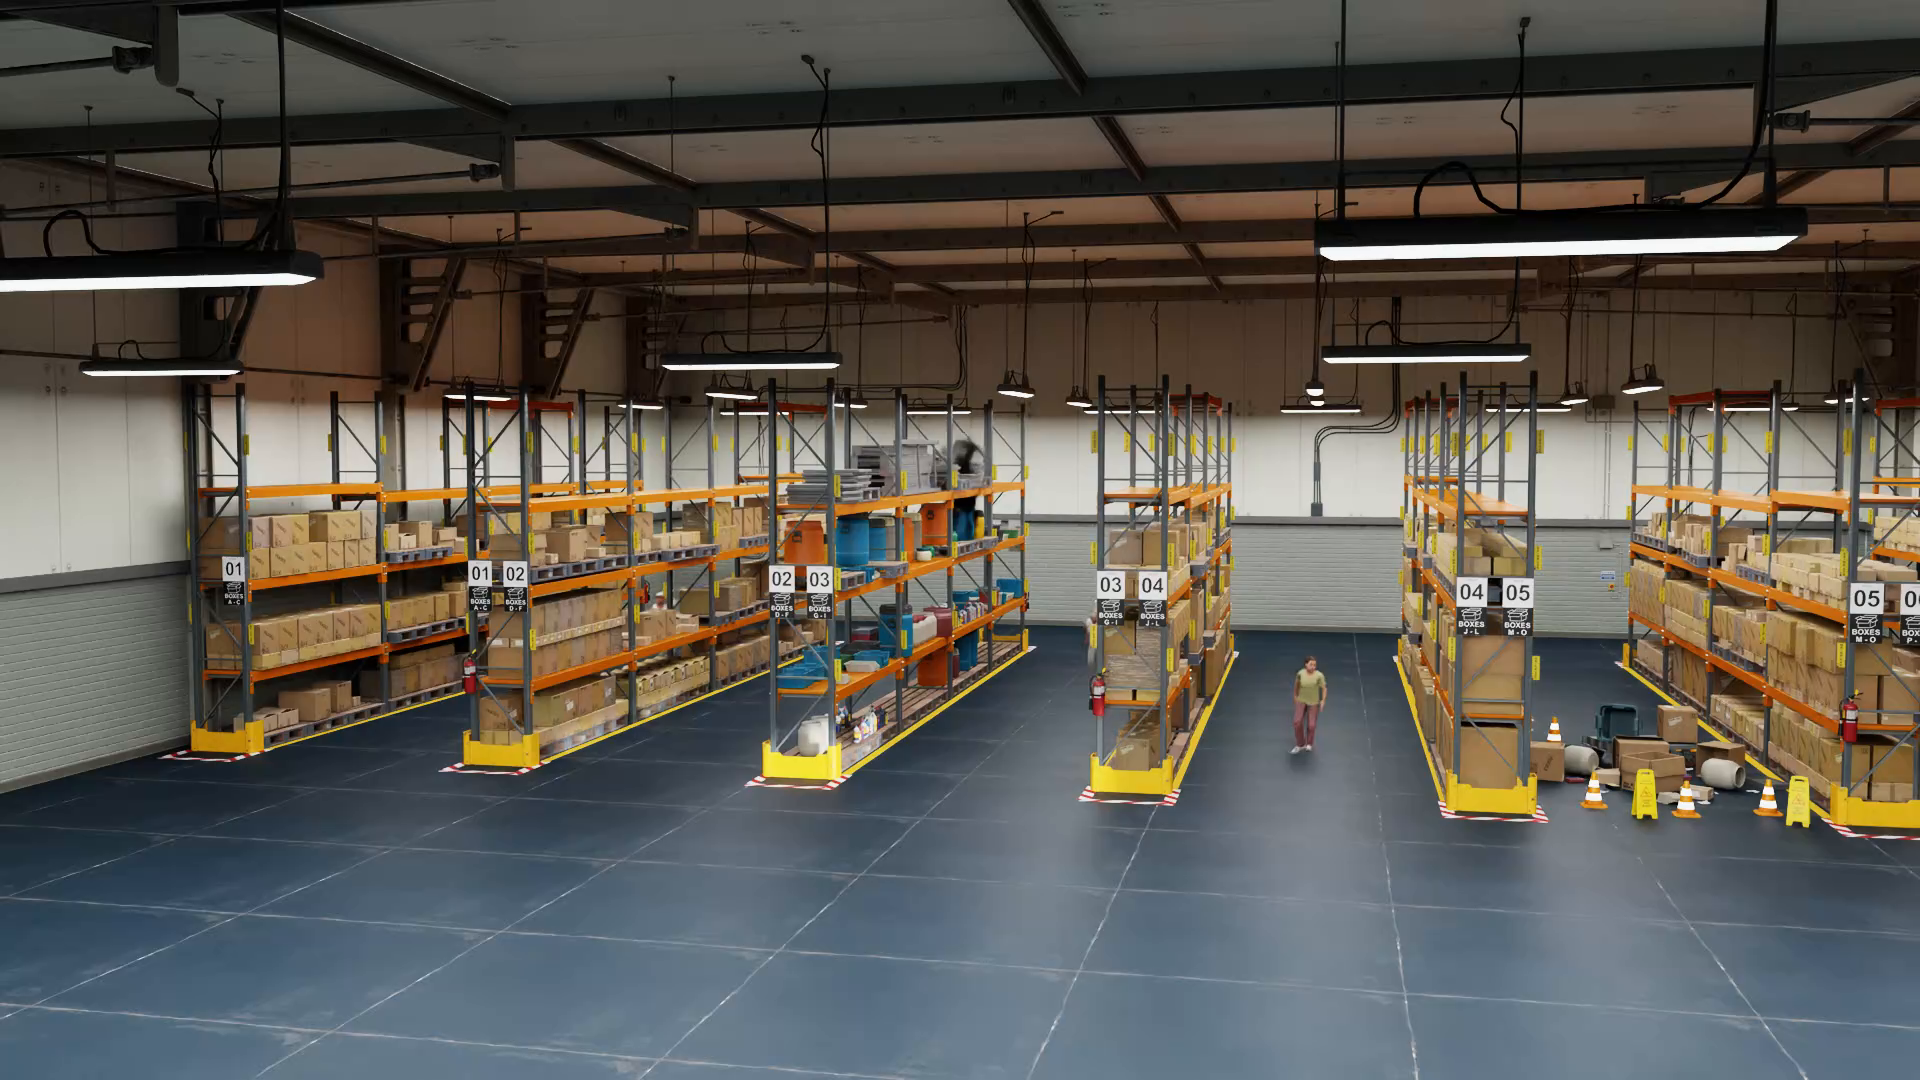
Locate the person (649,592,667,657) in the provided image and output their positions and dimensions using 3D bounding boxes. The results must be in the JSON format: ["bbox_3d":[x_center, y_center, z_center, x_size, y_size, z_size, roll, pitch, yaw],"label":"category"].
[{"bbox_3d":[-6.653,2.025,36.763,0.654,1.743,0.585,1,3,9],"label":"person"}]

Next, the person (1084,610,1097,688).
[{"bbox_3d":[2.749,2.115,32.816,0.568,1.553,0.983,1,3,21],"label":"person"}]

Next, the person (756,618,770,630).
[{"bbox_3d":[-4.981,1.698,43.242,0.858,1.634,0.570,1,3,19],"label":"person"}]

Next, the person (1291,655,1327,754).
[{"bbox_3d":[5.678,2.656,27.009,0.560,1.628,0.704,1,3,13],"label":"person"}]
